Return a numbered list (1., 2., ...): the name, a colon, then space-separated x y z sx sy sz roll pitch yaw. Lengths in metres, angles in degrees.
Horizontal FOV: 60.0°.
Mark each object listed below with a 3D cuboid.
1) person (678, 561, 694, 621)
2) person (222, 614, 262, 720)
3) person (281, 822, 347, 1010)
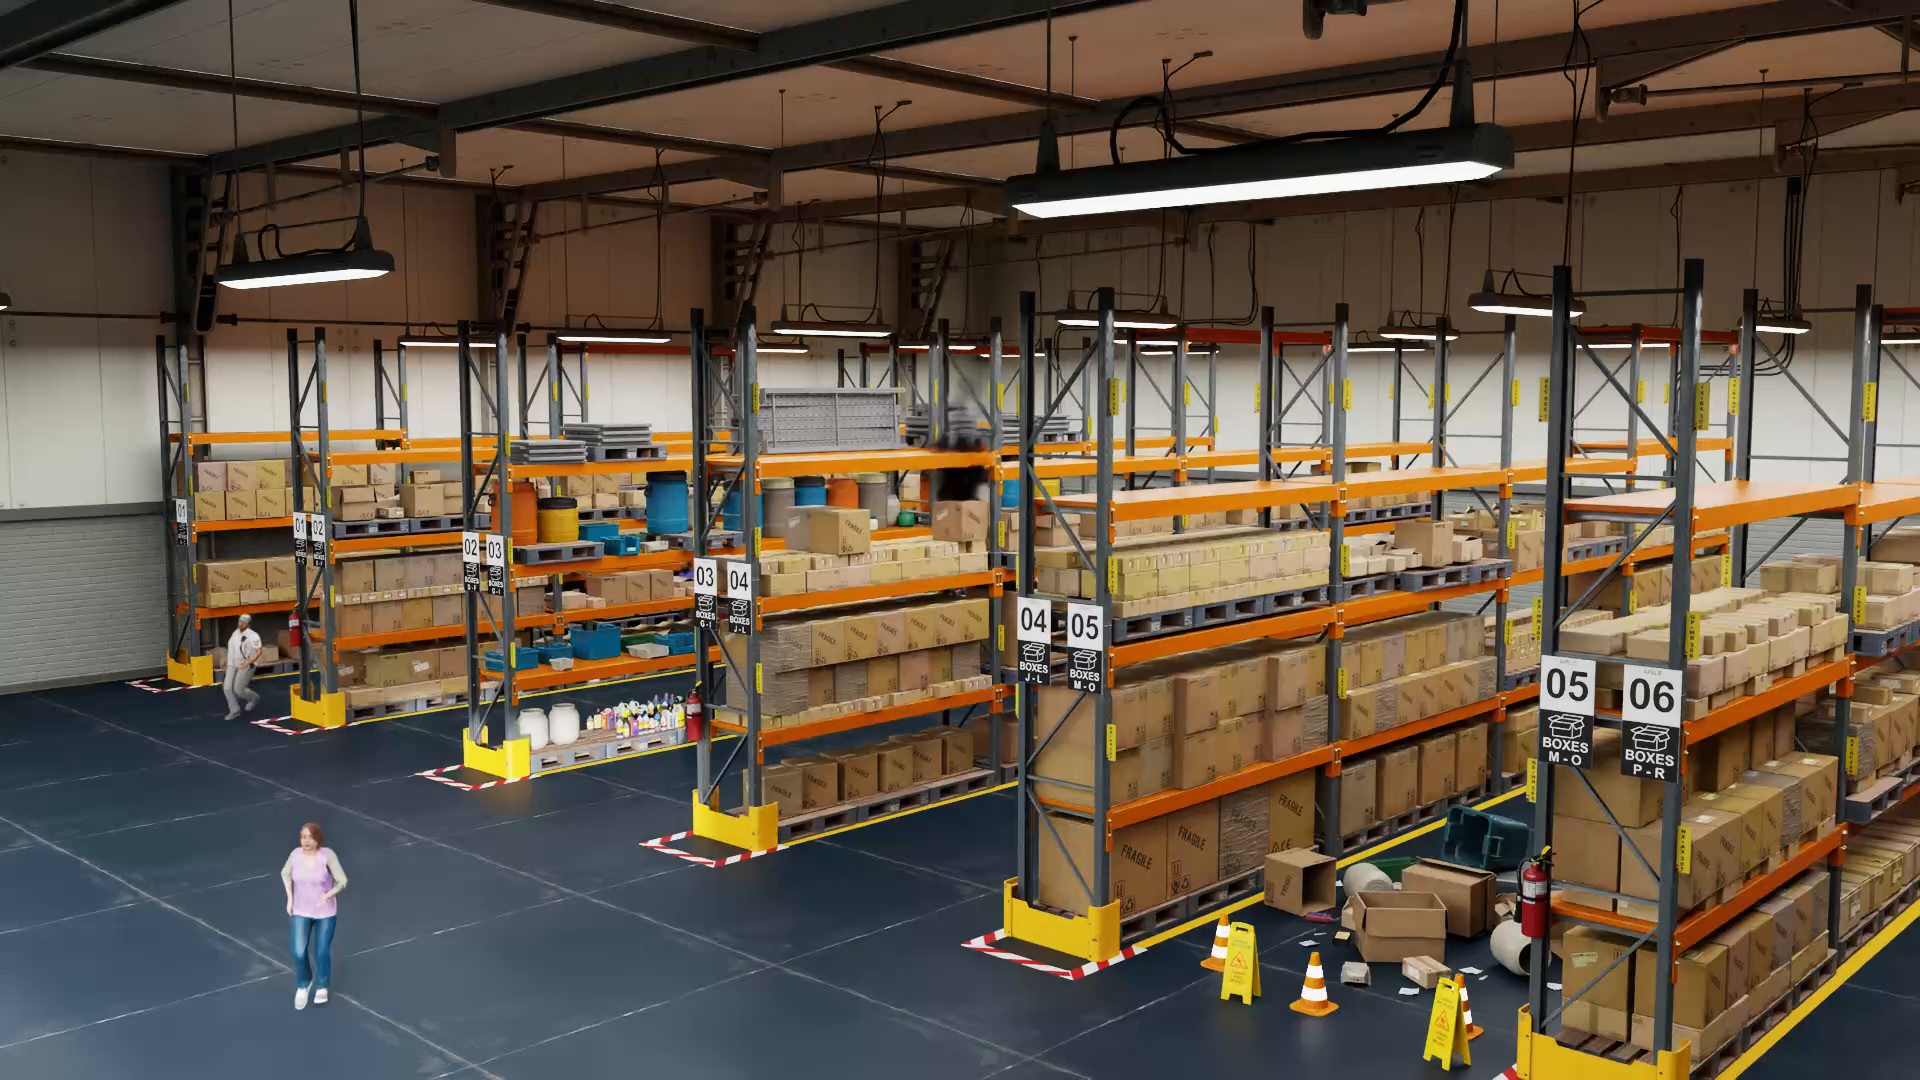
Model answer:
1. person: -5.471 1.193 33.257 0.586 1.645 0.891 4 7 36
2. person: -11.084 1.948 25.777 0.657 1.625 0.603 2 6 19
3. person: -5.314 3.088 13.670 0.538 1.571 0.630 -1 6 -13
